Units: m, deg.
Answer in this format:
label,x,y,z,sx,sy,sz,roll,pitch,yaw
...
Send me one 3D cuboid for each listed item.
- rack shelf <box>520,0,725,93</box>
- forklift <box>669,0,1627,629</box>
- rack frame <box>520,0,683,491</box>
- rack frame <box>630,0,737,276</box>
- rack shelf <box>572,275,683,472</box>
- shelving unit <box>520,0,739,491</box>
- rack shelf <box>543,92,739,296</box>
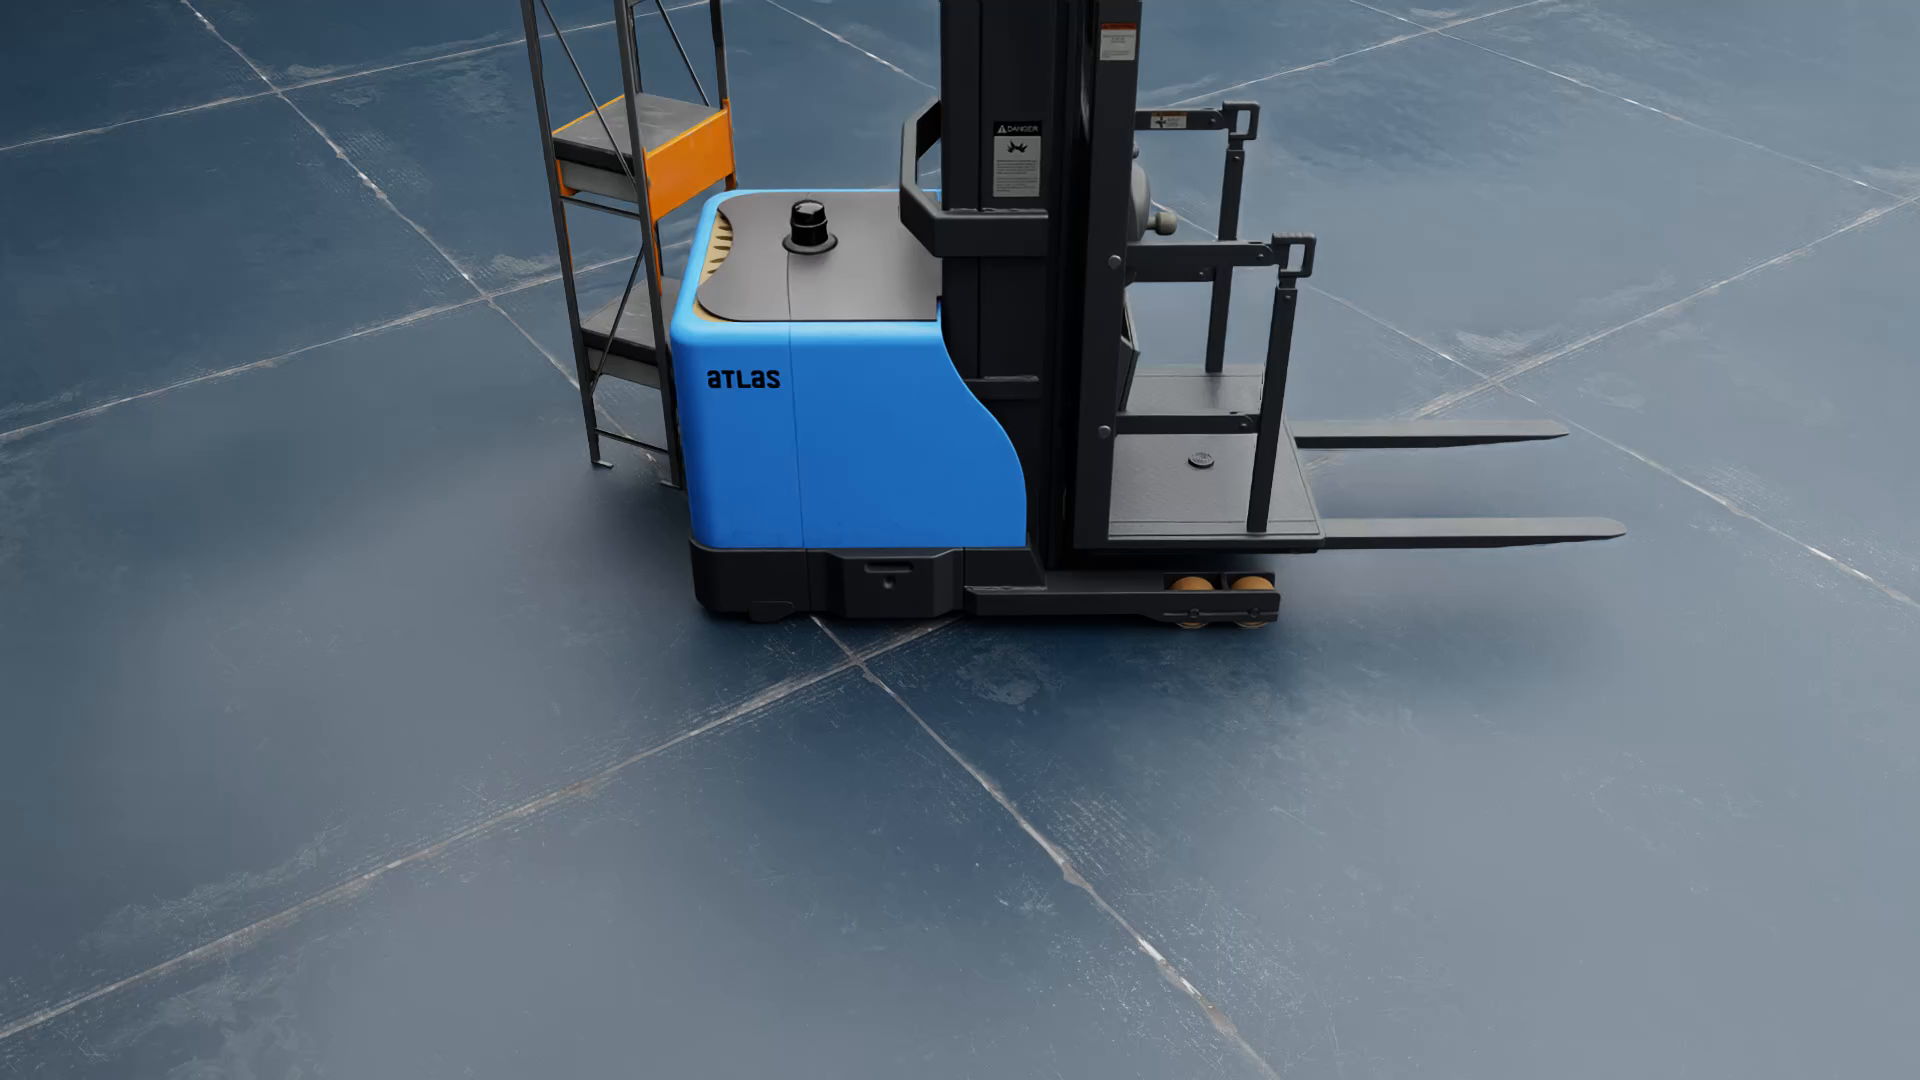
label,x,y,z,sx,sy,sz,roll,pitch,yaw
rack shelf,-1.069,-1.771,5.239,0.431,0.518,0.480,17,39,22
forklift,0.652,-1.217,4.932,3.031,2.935,1.130,0,36,-1
rack frame,-1.182,-1.088,5.464,0.400,2.100,0.015,17,39,22
rack frame,-0.956,-1.340,5.815,0.400,2.100,0.015,17,39,22
rack shelf,-1.069,-0.635,6.056,0.431,0.518,0.480,17,39,22
shelving unit,-1.069,-1.214,5.640,0.431,2.100,0.503,17,39,22
rack shelf,-1.069,-1.203,5.647,0.431,0.518,0.480,17,39,22
